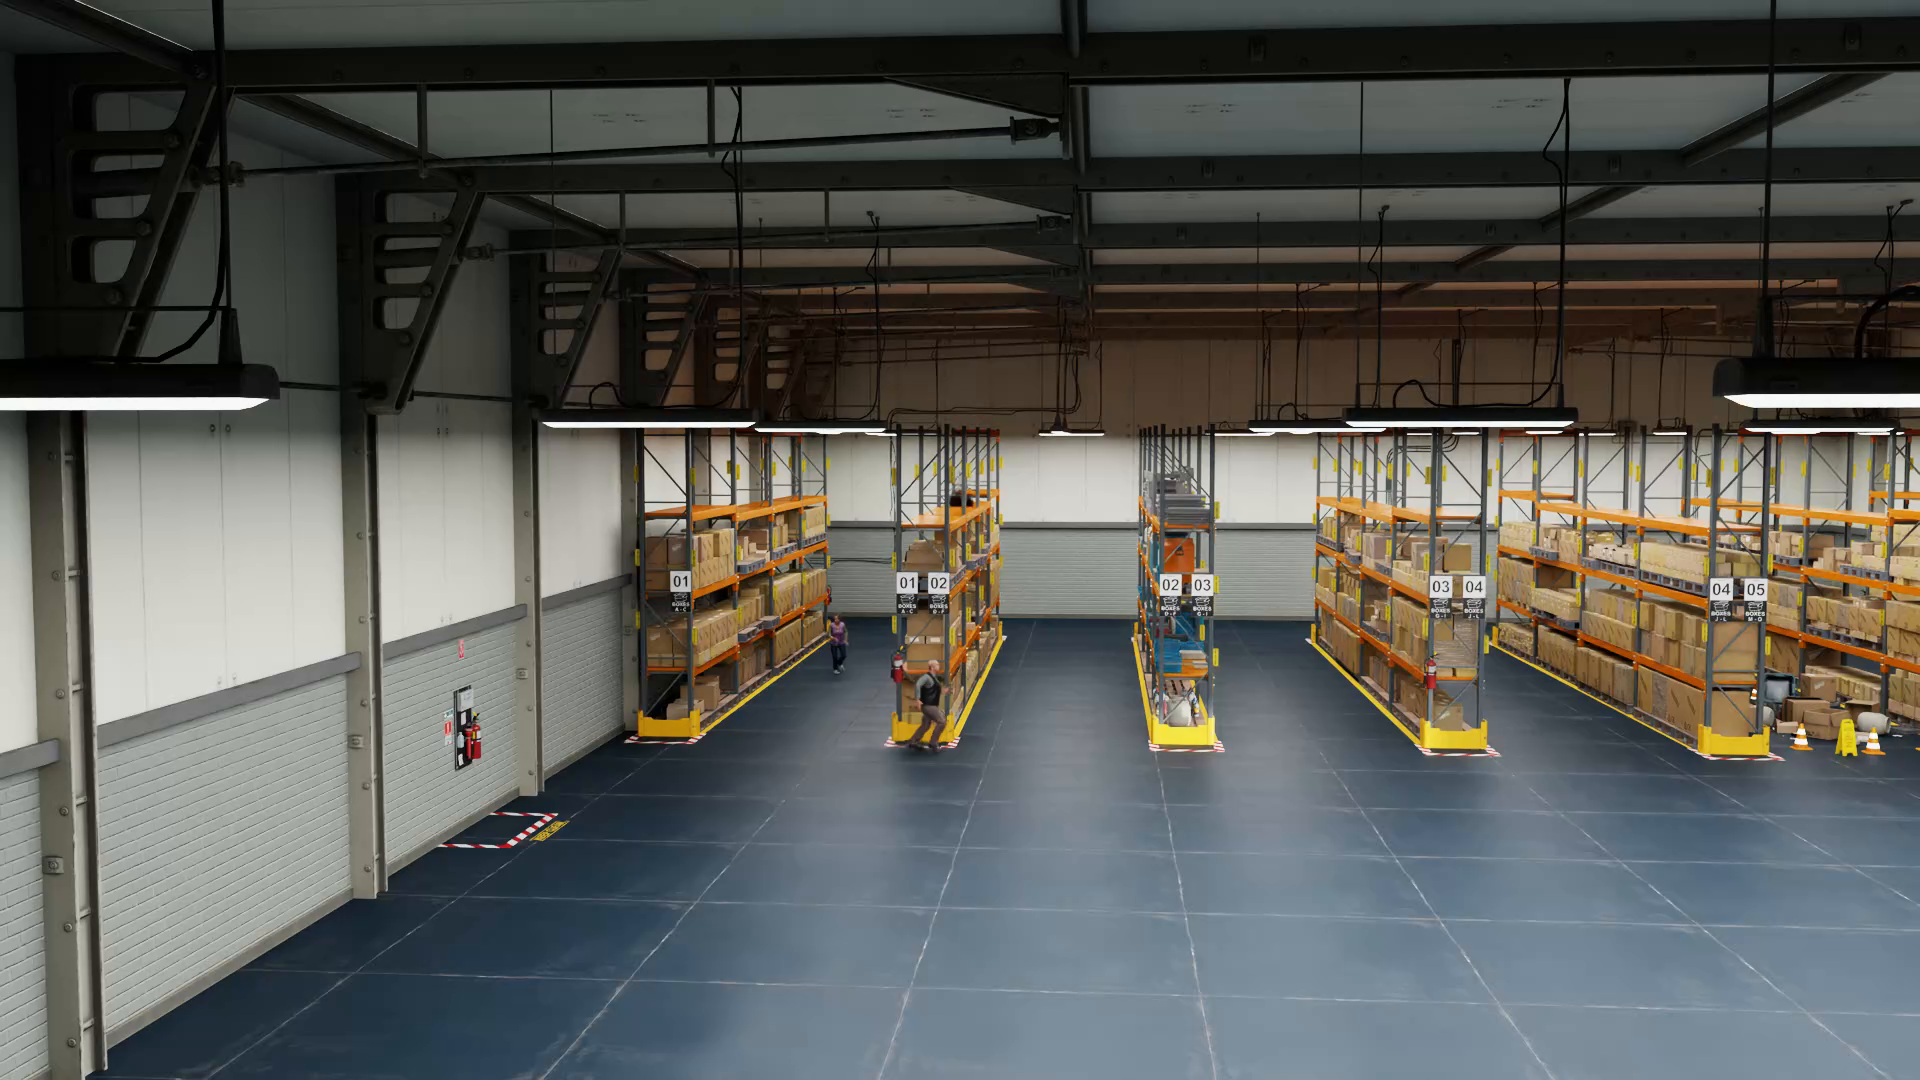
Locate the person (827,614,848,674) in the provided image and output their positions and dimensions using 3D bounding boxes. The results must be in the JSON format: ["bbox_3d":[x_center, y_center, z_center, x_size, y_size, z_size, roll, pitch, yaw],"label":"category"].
[{"bbox_3d":[-2.963,2.528,40.320,0.530,1.494,0.699,-1,4,-12],"label":"person"}]

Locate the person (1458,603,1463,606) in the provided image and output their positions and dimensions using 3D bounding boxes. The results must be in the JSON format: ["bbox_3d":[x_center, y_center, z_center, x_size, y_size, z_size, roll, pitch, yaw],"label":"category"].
[{"bbox_3d":[14.518,2.059,47.203,0.721,1.603,1.089,2,4,28],"label":"person"}]

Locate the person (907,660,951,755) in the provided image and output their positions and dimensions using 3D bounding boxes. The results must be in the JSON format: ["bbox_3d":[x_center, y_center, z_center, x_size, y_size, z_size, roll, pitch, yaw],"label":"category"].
[{"bbox_3d":[-0.570,3.043,30.251,0.797,1.736,0.689,1,4,12],"label":"person"}]
